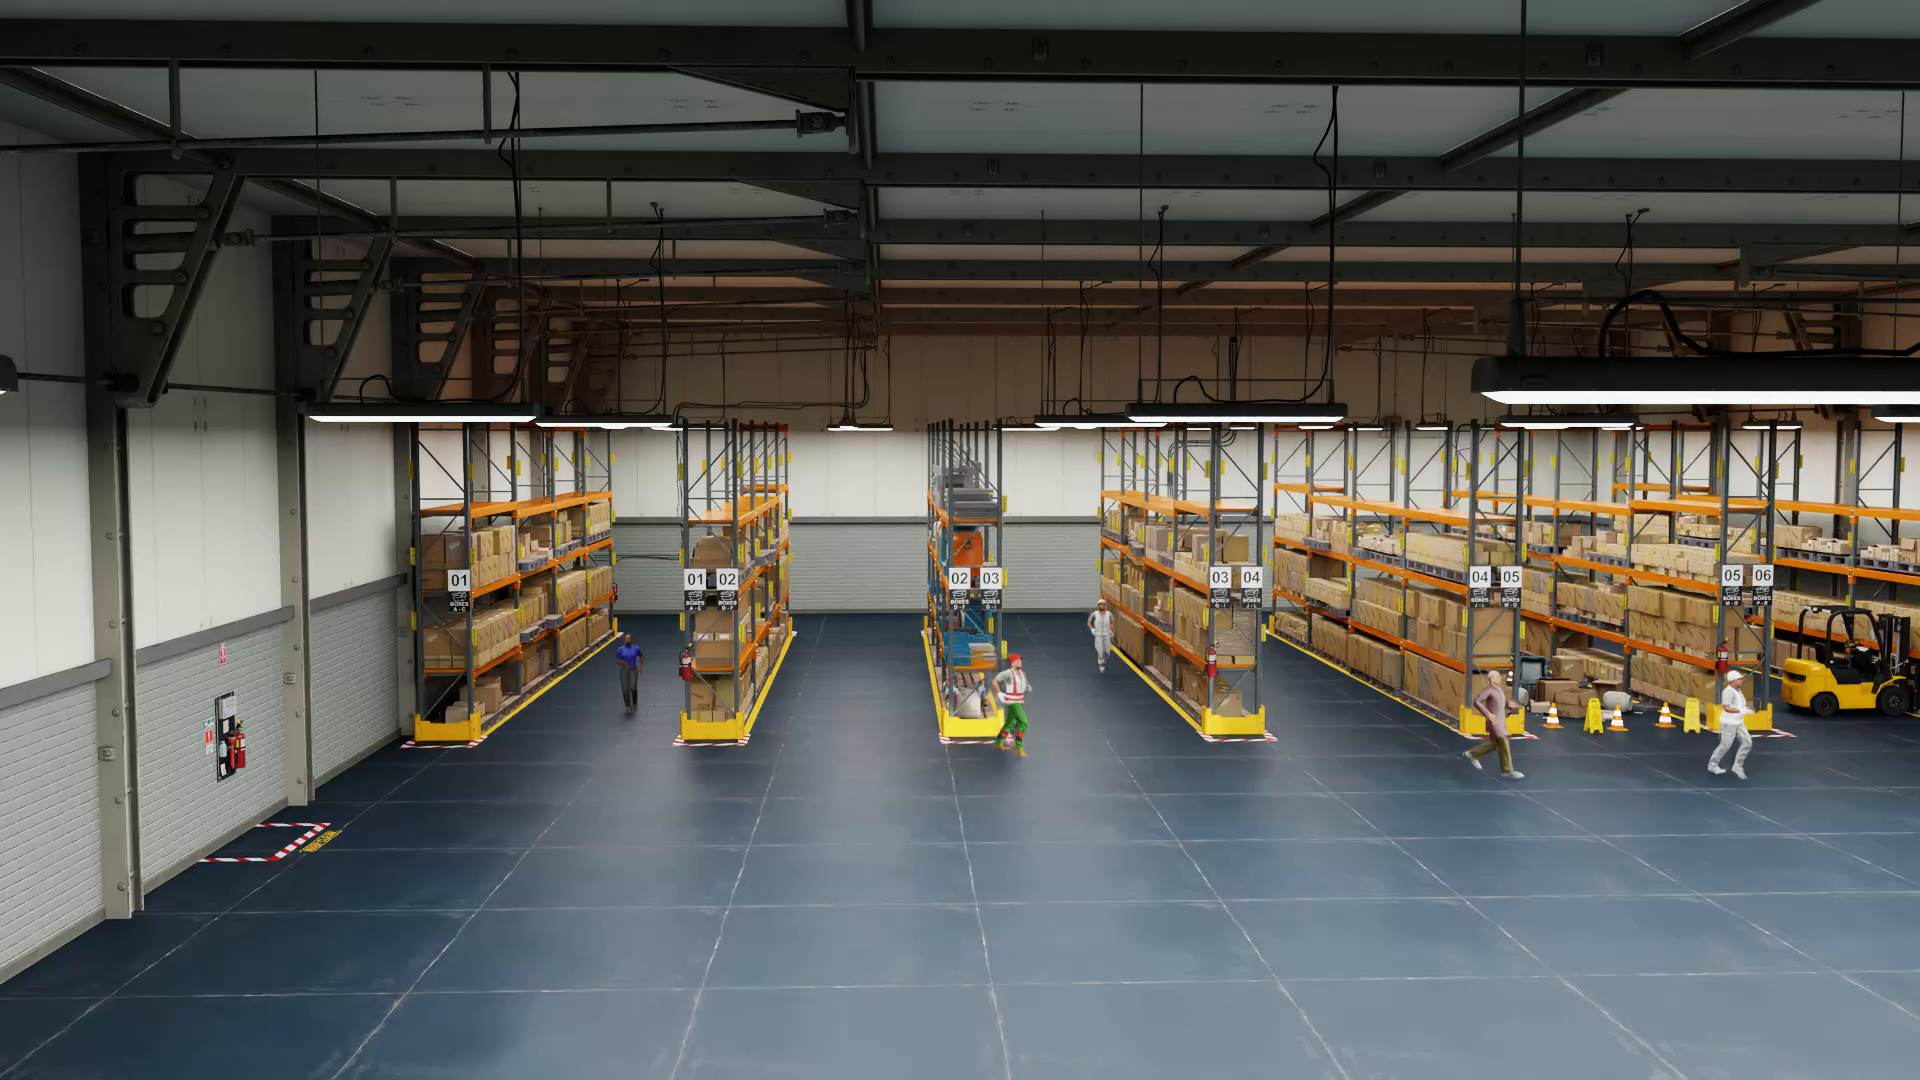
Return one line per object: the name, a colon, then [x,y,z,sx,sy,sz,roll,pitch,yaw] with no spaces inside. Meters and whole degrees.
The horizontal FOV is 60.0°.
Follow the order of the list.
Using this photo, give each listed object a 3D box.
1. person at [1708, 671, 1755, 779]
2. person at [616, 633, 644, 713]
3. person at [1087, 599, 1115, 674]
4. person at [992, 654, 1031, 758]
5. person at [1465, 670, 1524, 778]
person: [12.820,3.078,27.592,0.659,1.829,0.759,-3,5,-43]
person: [-6.746,2.730,33.957,0.549,1.613,0.649,-1,4,-8]
person: [3.331,2.266,39.287,0.666,1.748,0.604,0,4,-3]
person: [0.943,2.929,29.632,0.736,1.815,0.650,2,4,30]
person: [8.909,3.048,27.720,1.035,1.754,0.714,3,4,36]
